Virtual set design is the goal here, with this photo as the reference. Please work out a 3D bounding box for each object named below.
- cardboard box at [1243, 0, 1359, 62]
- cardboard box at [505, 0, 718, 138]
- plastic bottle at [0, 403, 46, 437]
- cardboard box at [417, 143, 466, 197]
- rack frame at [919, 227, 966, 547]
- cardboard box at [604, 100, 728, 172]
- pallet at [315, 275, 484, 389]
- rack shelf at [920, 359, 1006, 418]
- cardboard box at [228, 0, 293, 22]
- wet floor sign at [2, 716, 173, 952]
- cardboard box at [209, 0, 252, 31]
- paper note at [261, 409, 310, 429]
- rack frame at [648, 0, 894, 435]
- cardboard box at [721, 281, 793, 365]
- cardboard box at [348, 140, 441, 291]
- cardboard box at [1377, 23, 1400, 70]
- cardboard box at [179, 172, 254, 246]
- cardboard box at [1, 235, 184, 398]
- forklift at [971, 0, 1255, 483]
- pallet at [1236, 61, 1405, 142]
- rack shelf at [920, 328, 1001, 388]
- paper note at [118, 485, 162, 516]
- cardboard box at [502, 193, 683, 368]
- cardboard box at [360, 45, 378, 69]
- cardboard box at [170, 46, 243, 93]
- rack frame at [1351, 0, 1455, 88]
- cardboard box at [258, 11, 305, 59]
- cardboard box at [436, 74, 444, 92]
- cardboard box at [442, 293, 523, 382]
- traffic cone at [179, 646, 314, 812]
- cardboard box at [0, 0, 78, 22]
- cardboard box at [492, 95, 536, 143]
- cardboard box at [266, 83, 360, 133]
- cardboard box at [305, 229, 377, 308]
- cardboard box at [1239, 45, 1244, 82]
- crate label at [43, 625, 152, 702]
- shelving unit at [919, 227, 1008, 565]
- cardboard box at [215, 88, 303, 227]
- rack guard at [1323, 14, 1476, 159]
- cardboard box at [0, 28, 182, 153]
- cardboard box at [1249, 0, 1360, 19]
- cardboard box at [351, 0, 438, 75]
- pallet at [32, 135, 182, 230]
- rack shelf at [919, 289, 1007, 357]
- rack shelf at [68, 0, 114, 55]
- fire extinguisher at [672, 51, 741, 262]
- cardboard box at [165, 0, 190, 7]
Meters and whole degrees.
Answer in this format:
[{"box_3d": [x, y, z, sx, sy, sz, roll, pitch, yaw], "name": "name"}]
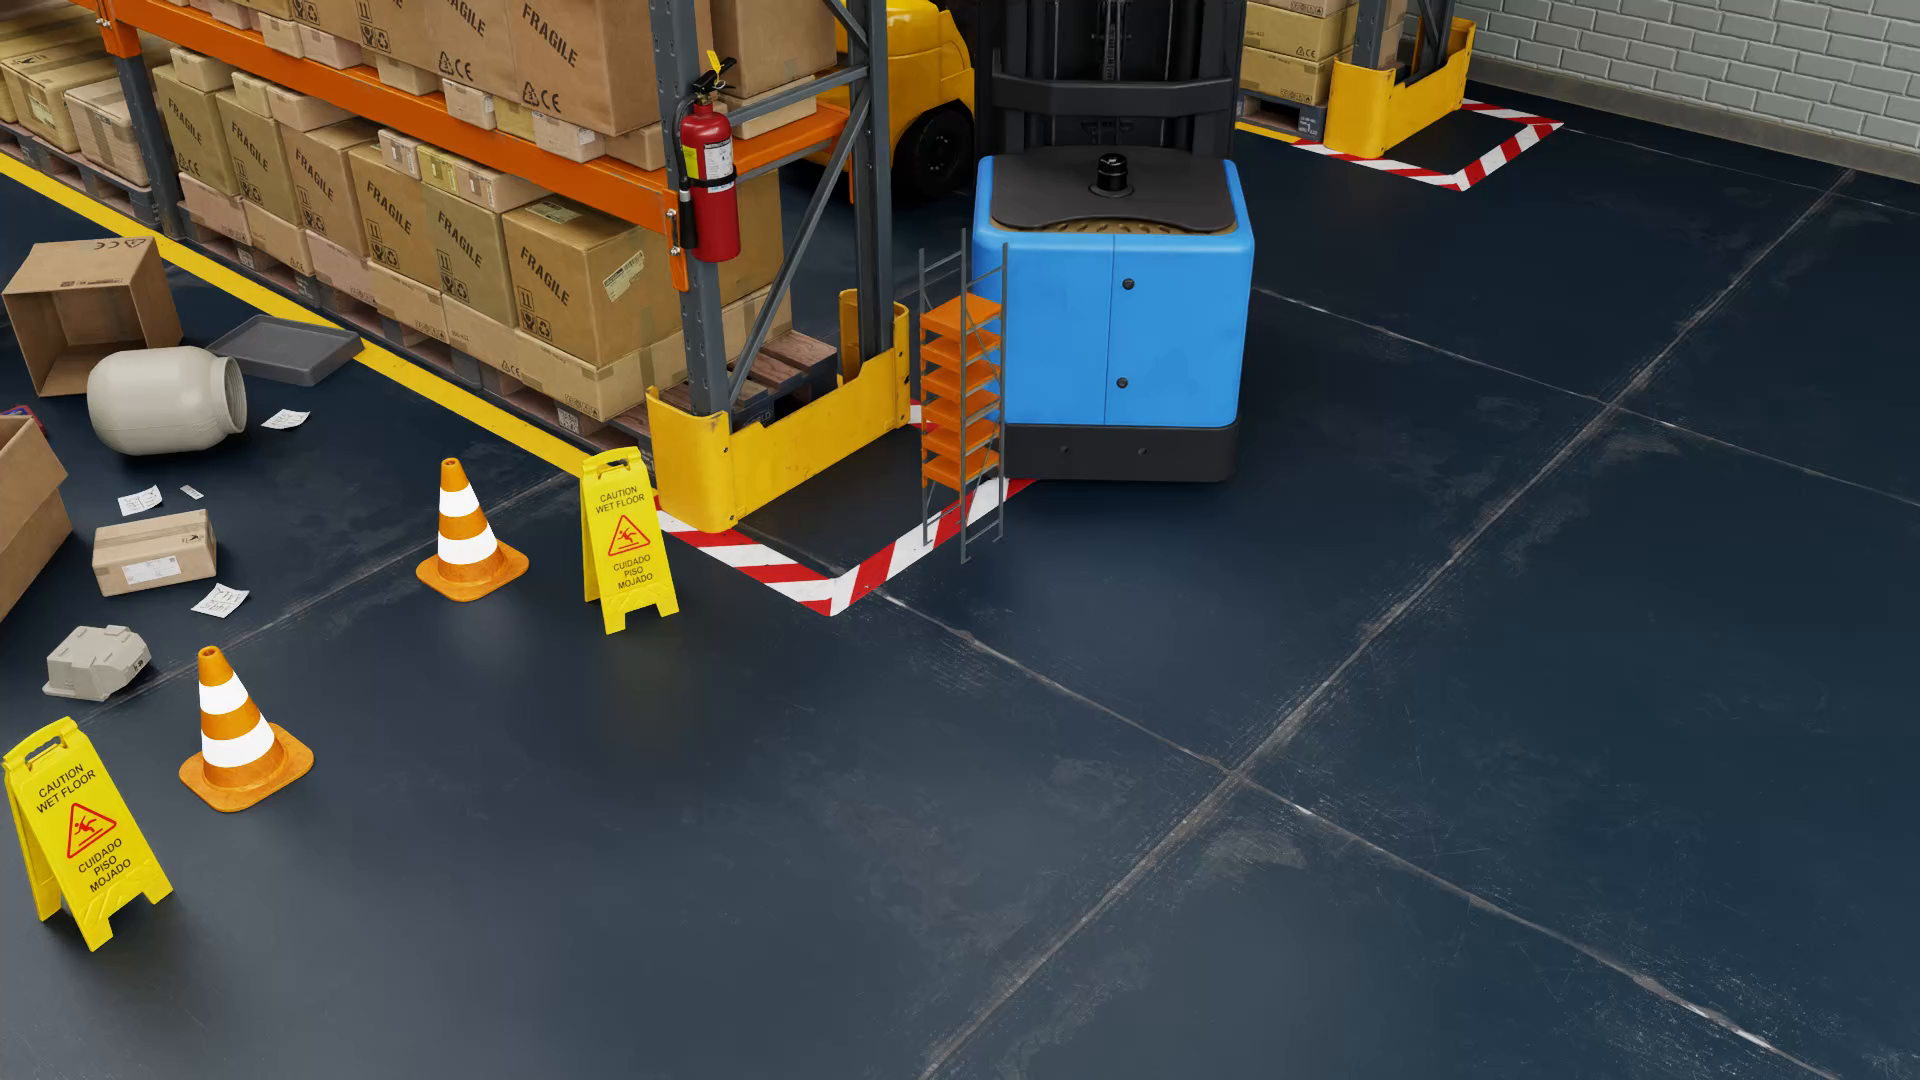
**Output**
[{"box_3d": [1.971, -2.982, 9.559, 0.500, 0.250, 0.500, 25, 41, 31], "name": "cardboard box"}, {"box_3d": [-1.222, -1.775, 5.835, 0.500, 0.500, 0.500, 24, 41, 31], "name": "cardboard box"}, {"box_3d": [-3.910, -0.489, 6.908, 0.133, 0.061, 0.283, -26, 42, -32], "name": "plastic bottle"}, {"box_3d": [-1.927, -1.524, 6.642, 0.250, 0.149, 0.380, 26, 42, 33], "name": "cardboard box"}, {"box_3d": [-0.059, -0.522, 5.951, 0.006, 1.200, 0.240, 25, 42, 32], "name": "rack frame"}, {"box_3d": [-1.052, -1.474, 5.968, 0.250, 0.149, 0.380, 27, 43, 33], "name": "cardboard box"}, {"box_3d": [-2.222, -1.165, 7.759, 1.213, 0.211, 1.003, 25, 42, 32], "name": "pallet"}, {"box_3d": [0.011, -0.552, 5.860, 0.180, 0.103, 0.258, 25, 42, 32], "name": "rack shelf"}, {"box_3d": [-2.764, -2.508, 6.901, 0.500, 0.500, 0.500, 25, 42, 31], "name": "cardboard box"}, {"box_3d": [-2.429, 0.775, 4.552, 0.232, 0.644, 0.267, 18, 38, 24], "name": "wet floor sign"}, {"box_3d": [-3.047, -2.370, 7.273, 0.250, 0.149, 0.380, 27, 43, 33], "name": "cardboard box"}, {"box_3d": [-2.822, -0.509, 6.965, 0.148, 0.019, 0.142, 12, 36, 16], "name": "paper note"}, {"box_3d": [-0.628, -1.535, 5.835, 0.127, 3.000, 1.000, 25, 42, 32], "name": "rack frame"}, {"box_3d": [-1.071, -0.987, 7.096, 0.500, 0.250, 0.500, 25, 42, 31], "name": "cardboard box"}, {"box_3d": [-2.197, -1.434, 7.084, 0.500, 0.500, 0.500, 24, 41, 31], "name": "cardboard box"}, {"box_3d": [2.293, -2.998, 10.024, 0.500, 0.250, 0.500, 25, 42, 32], "name": "cardboard box"}, {"box_3d": [-3.422, -1.692, 8.122, 0.500, 0.250, 0.500, 23, 41, 30], "name": "cardboard box"}, {"box_3d": [-3.749, -0.974, 7.225, 0.500, 0.500, 0.500, -6, 35, -8], "name": "cardboard box"}, {"box_3d": [0.611, -2.237, 6.918, 1.130, 2.935, 3.031, 1, 35, 2], "name": "forklift"}, {"box_3d": [1.930, -2.805, 10.148, 1.213, 0.211, 1.003, 25, 42, 32], "name": "pallet"}, {"box_3d": [0.011, -0.650, 5.792, 0.180, 0.103, 0.258, 25, 42, 32], "name": "rack shelf"}, {"box_3d": [-3.185, -0.156, 6.460, 0.148, 0.019, 0.142, -18, 38, -25], "name": "paper note"}, {"box_3d": [-1.411, -1.060, 6.540, 0.500, 0.500, 0.500, 26, 42, 32], "name": "cardboard box"}, {"box_3d": [-2.215, -2.036, 6.787, 0.250, 0.149, 0.380, 25, 42, 32], "name": "cardboard box"}, {"box_3d": [-3.364, -2.197, 7.622, 0.250, 0.149, 0.380, 26, 42, 32], "name": "cardboard box"}, {"box_3d": [2.545, -3.696, 8.982, 0.127, 3.000, 1.000, 25, 42, 32], "name": "rack frame"}, {"box_3d": [-2.688, -2.159, 6.966, 0.250, 0.149, 0.380, 25, 42, 32], "name": "cardboard box"}, {"box_3d": [-1.826, -1.853, 6.521, 0.250, 0.149, 0.380, 26, 42, 32], "name": "cardboard box"}, {"box_3d": [-1.815, -0.941, 7.029, 0.500, 0.250, 0.500, 25, 42, 32], "name": "cardboard box"}, {"box_3d": [-2.233, 0.522, 5.081, 0.334, 0.463, 0.336, 25, 42, 32], "name": "traffic cone"}, {"box_3d": [-5.776, -3.050, 9.991, 0.625, 0.372, 0.950, 24, 41, 31], "name": "cardboard box"}, {"box_3d": [-1.501, -1.619, 6.180, 0.250, 0.149, 0.380, 24, 41, 31], "name": "cardboard box"}, {"box_3d": [-2.759, -1.916, 7.212, 0.250, 0.149, 0.380, 28, 43, 34], "name": "cardboard box"}, {"box_3d": [-2.595, -1.313, 7.570, 0.500, 0.250, 0.500, 25, 41, 31], "name": "cardboard box"}, {"box_3d": [1.606, -2.952, 9.957, 0.500, 0.250, 0.500, 25, 42, 32], "name": "cardboard box"}, {"box_3d": [-2.877, 0.399, 5.548, 0.298, 0.136, 0.250, 6, 35, 8], "name": "crate label"}, {"box_3d": [0.011, -0.489, 5.902, 0.189, 1.200, 0.258, 25, 42, 32], "name": "shelving unit"}, {"box_3d": [-3.003, -1.813, 7.635, 0.500, 0.500, 0.500, 27, 43, 34], "name": "cardboard box"}, {"box_3d": [2.563, -2.657, 9.677, 0.348, 0.500, 1.175, 25, 42, 32], "name": "rack guard"}, {"box_3d": [-4.662, -2.521, 9.222, 0.625, 0.372, 0.950, 28, 43, 34], "name": "cardboard box"}, {"box_3d": [1.991, -3.179, 9.404, 0.500, 0.250, 0.500, 27, 43, 33], "name": "cardboard box"}, {"box_3d": [-1.986, -2.142, 6.368, 0.500, 0.500, 0.500, 25, 42, 32], "name": "cardboard box"}, {"box_3d": [-4.302, -2.116, 9.144, 1.213, 0.211, 1.003, 25, 42, 32], "name": "pallet"}, {"box_3d": [0.012, -0.749, 5.724, 0.180, 0.103, 0.258, 25, 42, 32], "name": "rack shelf"}, {"box_3d": [-5.239, -3.412, 9.204, 4.000, 0.370, 1.077, 25, 42, 32], "name": "rack shelf"}, {"box_3d": [-0.835, -1.261, 5.505, 0.183, 0.674, 0.296, 25, 42, 32], "name": "fire extinguisher"}, {"box_3d": [-3.438, -2.558, 7.546, 0.250, 0.149, 0.380, 27, 43, 33], "name": "cardboard box"}]
